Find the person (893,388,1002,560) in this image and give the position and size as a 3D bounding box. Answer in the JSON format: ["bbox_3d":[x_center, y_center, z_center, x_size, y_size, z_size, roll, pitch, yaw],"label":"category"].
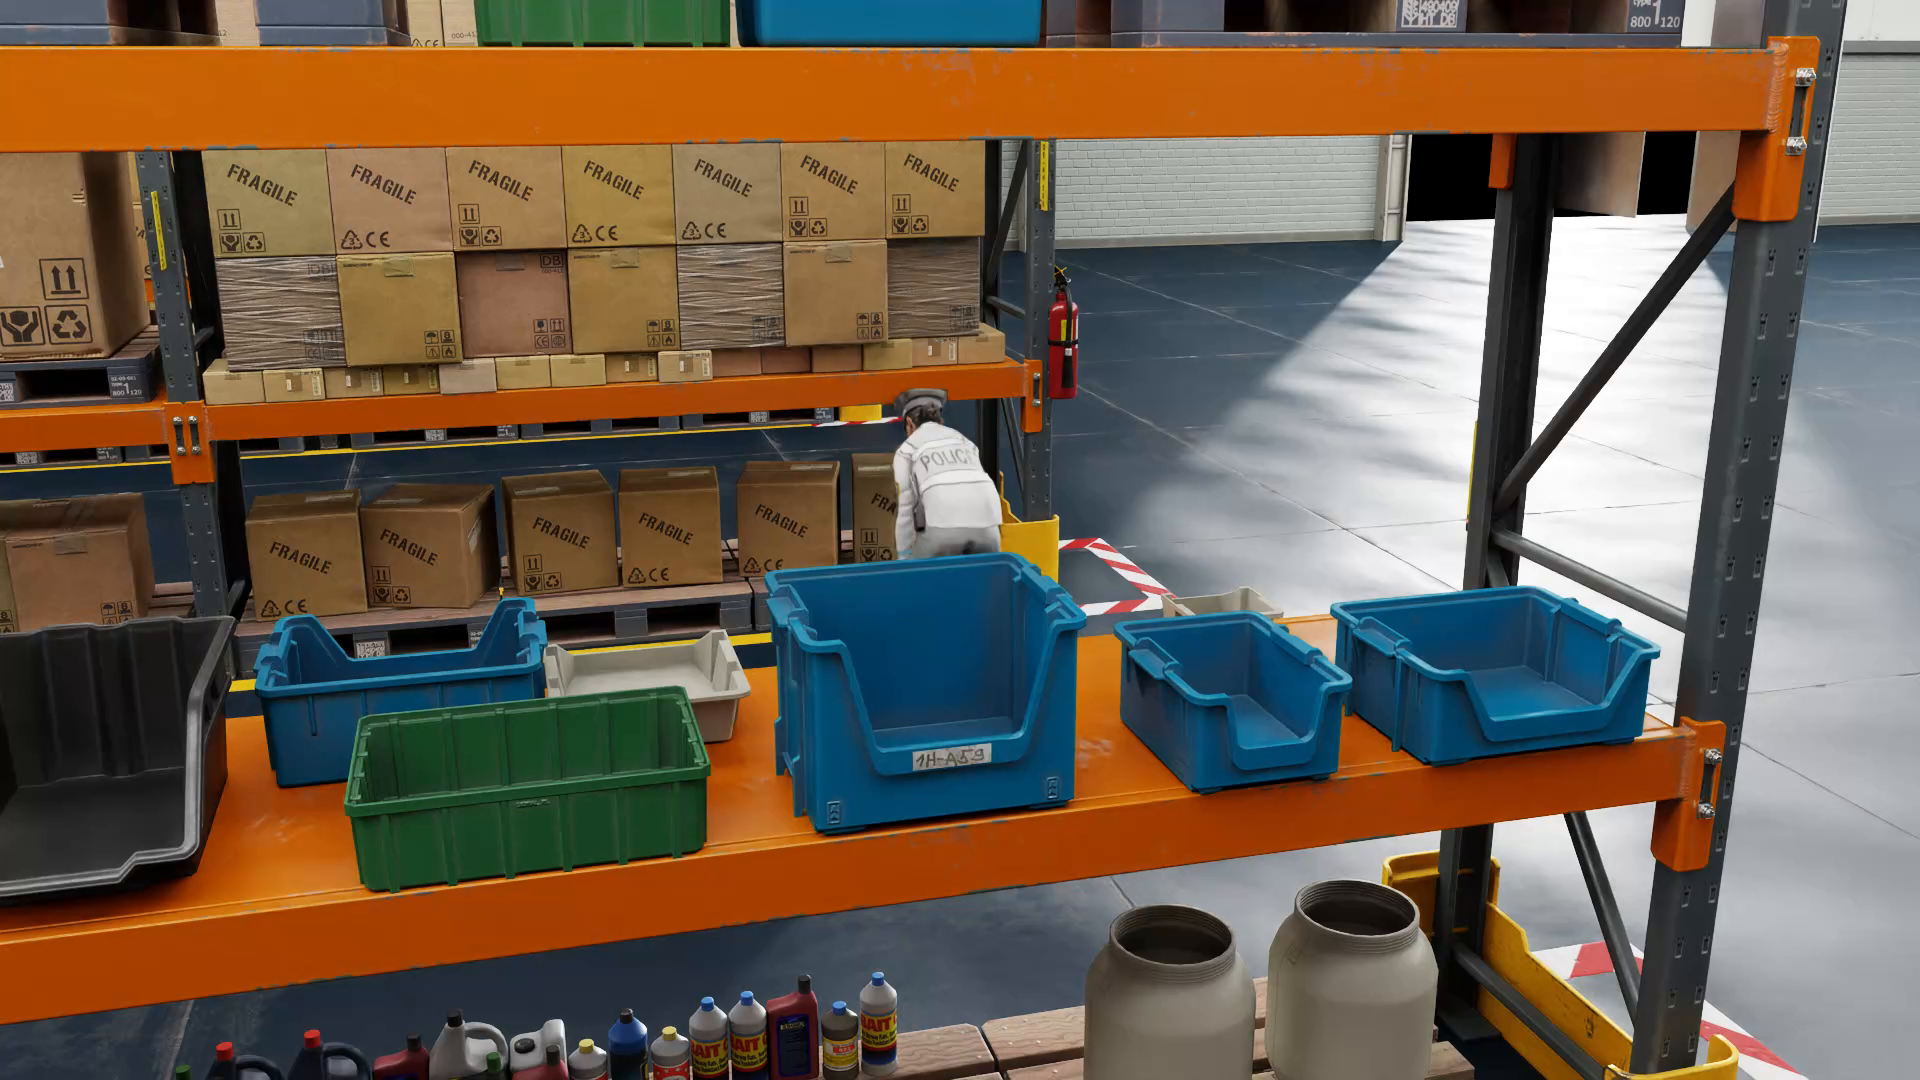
[{"bbox_3d":[-0.086,0.032,7.469,0.404,1.367,0.856,-5,17,-17],"label":"person"}]
